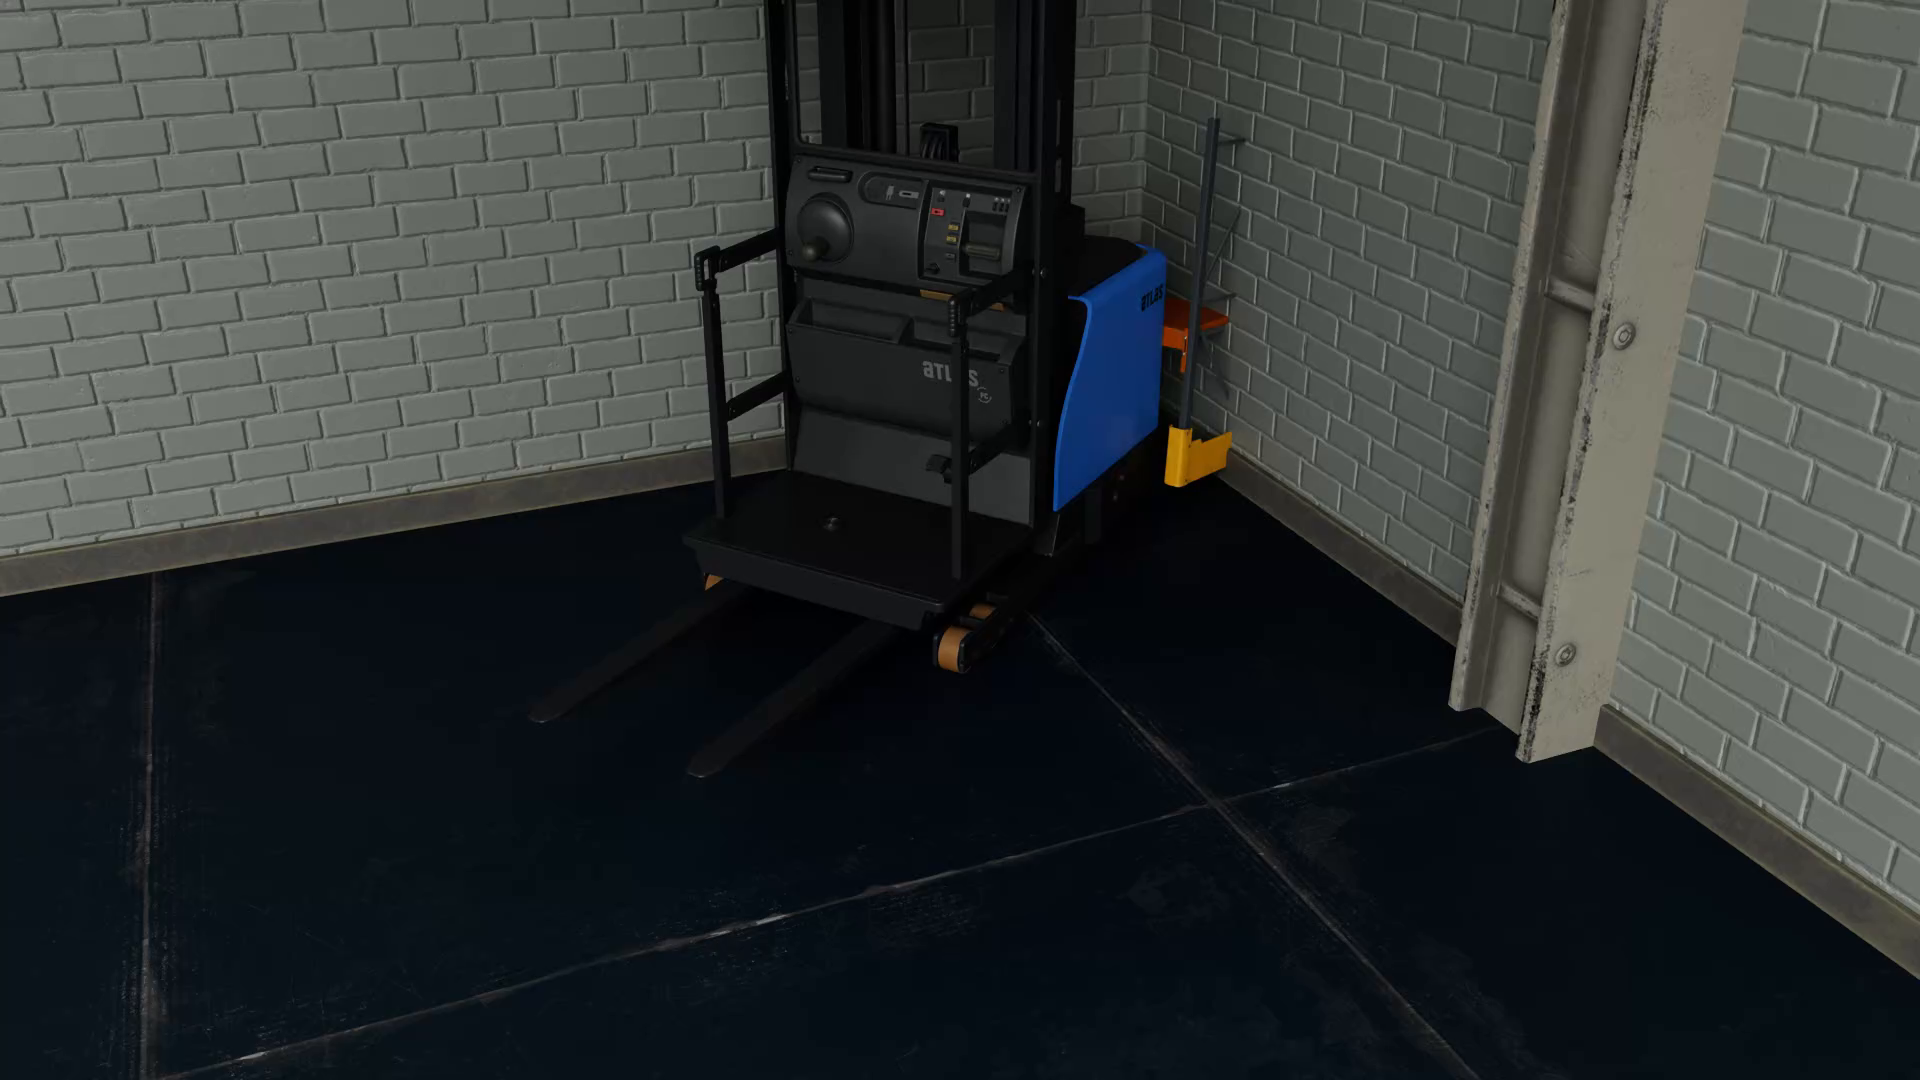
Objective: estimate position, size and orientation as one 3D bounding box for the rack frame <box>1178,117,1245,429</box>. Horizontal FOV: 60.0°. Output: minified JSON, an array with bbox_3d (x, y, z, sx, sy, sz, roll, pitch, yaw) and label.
[{"bbox_3d":[1.099,-1.003,6.918,0.032,1.500,0.500,18,26,35],"label":"rack frame"}]

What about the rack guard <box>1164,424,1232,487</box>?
[{"bbox_3d":[1.070,-0.420,7.141,0.087,0.250,0.587,18,26,35],"label":"rack guard"}]

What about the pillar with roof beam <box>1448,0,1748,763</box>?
[{"bbox_3d":[-2.097,-2.699,2.021,9.100,9.000,0.400,-11,28,-21],"label":"pillar with roof beam"}]

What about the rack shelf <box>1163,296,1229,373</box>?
[{"bbox_3d":[0.694,-0.964,7.272,1.000,0.185,0.538,18,26,35],"label":"rack shelf"}]

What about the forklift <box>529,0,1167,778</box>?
[{"bbox_3d":[-0.303,-1.079,5.618,1.130,2.935,3.031,14,29,26],"label":"forklift"}]

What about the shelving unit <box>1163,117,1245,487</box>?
[{"bbox_3d":[0.709,-1.130,7.202,1.083,1.500,0.587,18,26,35],"label":"shelving unit"}]
